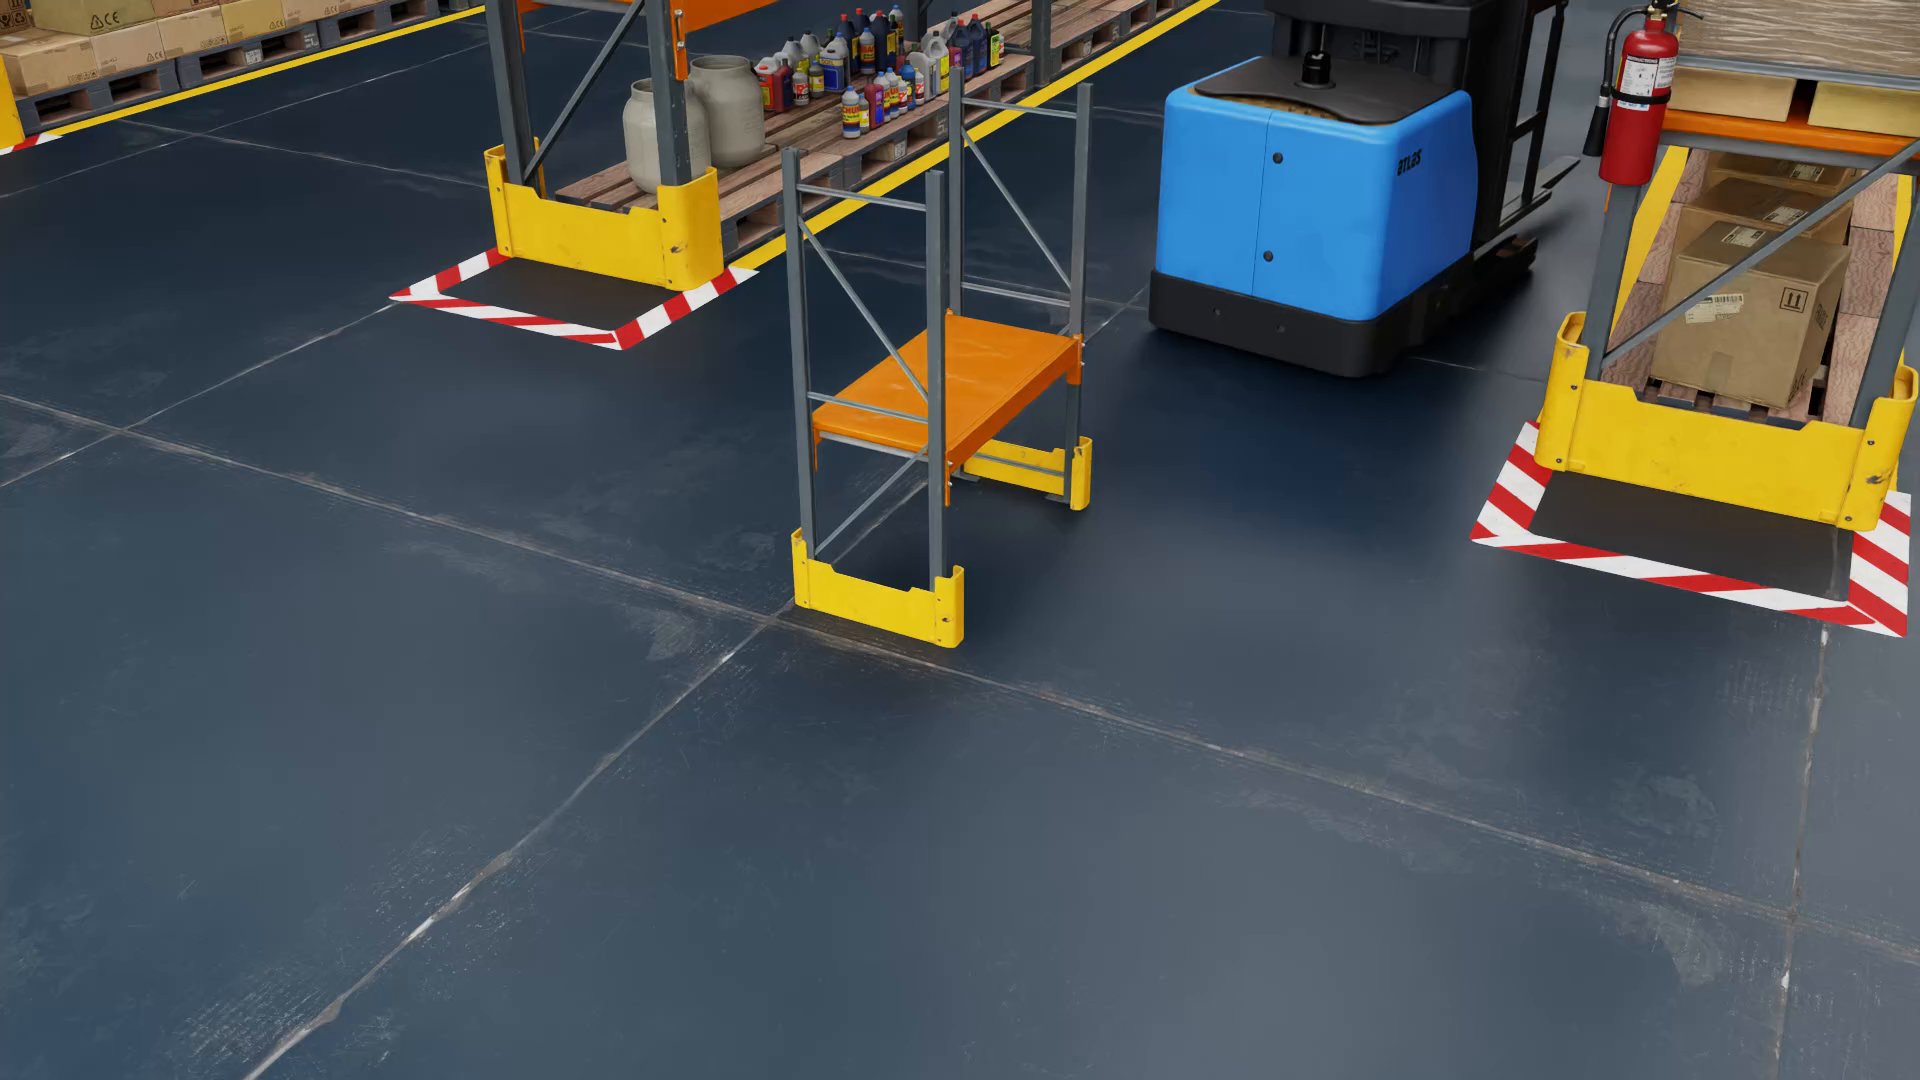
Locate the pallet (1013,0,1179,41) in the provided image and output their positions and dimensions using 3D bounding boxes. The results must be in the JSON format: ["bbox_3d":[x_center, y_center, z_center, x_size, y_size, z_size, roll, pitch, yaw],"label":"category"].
[{"bbox_3d":[0.997,-4.081,12.645,1.003,0.211,1.213,14,33,23],"label":"pallet"}]

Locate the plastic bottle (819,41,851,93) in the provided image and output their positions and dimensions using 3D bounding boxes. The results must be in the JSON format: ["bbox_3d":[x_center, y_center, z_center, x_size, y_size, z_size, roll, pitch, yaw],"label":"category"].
[{"bbox_3d":[-0.754,-2.842,9.980,0.152,0.276,0.135,14,33,23],"label":"plastic bottle"}]

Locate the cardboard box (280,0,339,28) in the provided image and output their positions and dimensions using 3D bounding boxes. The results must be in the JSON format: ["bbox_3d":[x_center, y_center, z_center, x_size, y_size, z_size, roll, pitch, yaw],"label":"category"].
[{"bbox_3d":[-4.757,-3.806,11.705,0.500,0.250,0.500,14,33,23],"label":"cardboard box"}]

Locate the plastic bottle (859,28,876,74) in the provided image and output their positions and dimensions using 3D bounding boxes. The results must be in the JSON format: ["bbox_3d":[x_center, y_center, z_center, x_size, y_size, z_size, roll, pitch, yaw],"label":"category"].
[{"bbox_3d":[-0.577,-3.043,10.334,0.097,0.271,0.097,0,30,0],"label":"plastic bottle"}]

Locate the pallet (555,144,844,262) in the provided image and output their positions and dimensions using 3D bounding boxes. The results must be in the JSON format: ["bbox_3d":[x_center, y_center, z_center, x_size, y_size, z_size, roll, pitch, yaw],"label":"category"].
[{"bbox_3d":[-1.335,-1.811,8.692,1.003,0.211,1.213,14,33,23],"label":"pallet"}]

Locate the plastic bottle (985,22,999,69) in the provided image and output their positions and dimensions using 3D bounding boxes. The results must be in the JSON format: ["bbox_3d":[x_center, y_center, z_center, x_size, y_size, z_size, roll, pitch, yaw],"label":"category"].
[{"bbox_3d":[0.194,-3.115,10.449,0.061,0.283,0.133,16,34,26],"label":"plastic bottle"}]

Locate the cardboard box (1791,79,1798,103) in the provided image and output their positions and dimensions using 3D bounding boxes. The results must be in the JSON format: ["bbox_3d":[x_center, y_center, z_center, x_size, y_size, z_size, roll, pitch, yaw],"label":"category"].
[{"bbox_3d":[2.767,-1.669,5.896,0.380,0.149,0.250,14,33,23],"label":"cardboard box"}]

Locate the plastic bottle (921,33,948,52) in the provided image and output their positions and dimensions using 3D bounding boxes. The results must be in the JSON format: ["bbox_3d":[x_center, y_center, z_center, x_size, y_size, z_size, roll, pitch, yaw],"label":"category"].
[{"bbox_3d":[-0.148,-2.987,10.232,0.152,0.276,0.135,14,33,23],"label":"plastic bottle"}]

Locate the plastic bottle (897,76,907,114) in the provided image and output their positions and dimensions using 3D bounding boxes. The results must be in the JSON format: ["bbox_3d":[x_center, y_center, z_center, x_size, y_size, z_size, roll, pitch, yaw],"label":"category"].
[{"bbox_3d":[-0.353,-2.568,9.578,0.097,0.201,0.097,0,30,0],"label":"plastic bottle"}]

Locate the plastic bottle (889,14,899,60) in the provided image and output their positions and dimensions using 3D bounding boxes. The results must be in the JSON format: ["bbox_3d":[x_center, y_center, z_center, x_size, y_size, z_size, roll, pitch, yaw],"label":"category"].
[{"bbox_3d":[-0.444,-3.188,10.575,0.061,0.283,0.133,14,33,23],"label":"plastic bottle"}]

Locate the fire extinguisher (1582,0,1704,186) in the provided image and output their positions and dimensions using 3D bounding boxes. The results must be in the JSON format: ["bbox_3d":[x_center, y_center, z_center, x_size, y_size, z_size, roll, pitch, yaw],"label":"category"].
[{"bbox_3d":[2.244,-1.514,5.452,0.296,0.674,0.183,14,33,23],"label":"fire extinguisher"}]

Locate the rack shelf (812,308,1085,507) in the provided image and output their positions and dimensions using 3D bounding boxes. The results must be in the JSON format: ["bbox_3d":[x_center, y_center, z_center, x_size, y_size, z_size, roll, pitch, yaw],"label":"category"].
[{"bbox_3d":[-0.039,-0.457,5.400,0.538,0.185,1.000,14,33,23],"label":"rack shelf"}]

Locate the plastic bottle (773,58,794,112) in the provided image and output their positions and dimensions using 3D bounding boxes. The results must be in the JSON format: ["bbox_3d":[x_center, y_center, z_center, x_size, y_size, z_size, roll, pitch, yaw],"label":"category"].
[{"bbox_3d":[-1.022,-2.625,9.595,0.061,0.283,0.133,14,33,23],"label":"plastic bottle"}]

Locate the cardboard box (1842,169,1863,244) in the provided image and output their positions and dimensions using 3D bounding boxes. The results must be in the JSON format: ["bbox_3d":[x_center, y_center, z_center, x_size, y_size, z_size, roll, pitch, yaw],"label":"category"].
[{"bbox_3d":[3.843,-1.648,7.696,0.500,0.500,0.500,11,32,19],"label":"cardboard box"}]

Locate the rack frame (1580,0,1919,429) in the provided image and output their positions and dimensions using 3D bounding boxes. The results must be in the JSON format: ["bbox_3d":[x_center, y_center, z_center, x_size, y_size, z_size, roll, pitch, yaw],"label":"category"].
[{"bbox_3d":[2.706,-1.494,5.339,1.000,3.000,0.127,14,33,23],"label":"rack frame"}]

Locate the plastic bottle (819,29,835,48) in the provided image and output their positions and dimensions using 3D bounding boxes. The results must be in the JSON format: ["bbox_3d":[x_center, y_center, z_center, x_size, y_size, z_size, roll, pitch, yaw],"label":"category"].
[{"bbox_3d":[-0.816,-2.992,10.234,0.061,0.283,0.133,16,33,25],"label":"plastic bottle"}]

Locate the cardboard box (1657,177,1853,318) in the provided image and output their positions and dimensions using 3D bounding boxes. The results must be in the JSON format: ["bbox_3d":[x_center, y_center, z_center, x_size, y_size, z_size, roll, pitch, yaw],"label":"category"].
[{"bbox_3d":[3.247,-1.138,6.807,0.500,0.500,0.500,24,38,36],"label":"cardboard box"}]

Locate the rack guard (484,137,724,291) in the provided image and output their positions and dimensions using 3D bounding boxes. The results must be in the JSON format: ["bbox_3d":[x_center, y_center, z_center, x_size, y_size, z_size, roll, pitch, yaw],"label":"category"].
[{"bbox_3d":[-1.710,-1.578,7.995,1.175,0.500,0.348,14,33,23],"label":"rack guard"}]

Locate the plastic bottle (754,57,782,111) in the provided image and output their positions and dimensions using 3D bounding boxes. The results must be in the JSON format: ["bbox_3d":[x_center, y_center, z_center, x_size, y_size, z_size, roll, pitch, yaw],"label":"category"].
[{"bbox_3d":[-1.117,-2.646,9.639,0.152,0.276,0.135,15,33,24],"label":"plastic bottle"}]

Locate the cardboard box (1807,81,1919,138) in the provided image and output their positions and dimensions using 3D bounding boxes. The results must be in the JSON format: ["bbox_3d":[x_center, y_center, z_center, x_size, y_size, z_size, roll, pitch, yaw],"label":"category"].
[{"bbox_3d":[3.048,-1.457,5.527,0.380,0.149,0.250,14,33,23],"label":"cardboard box"}]

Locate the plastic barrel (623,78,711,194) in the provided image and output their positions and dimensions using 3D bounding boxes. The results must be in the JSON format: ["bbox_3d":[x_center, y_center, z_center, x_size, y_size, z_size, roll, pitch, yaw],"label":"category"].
[{"bbox_3d":[-1.471,-2.030,8.349,0.421,0.512,0.421,0,30,0],"label":"plastic barrel"}]

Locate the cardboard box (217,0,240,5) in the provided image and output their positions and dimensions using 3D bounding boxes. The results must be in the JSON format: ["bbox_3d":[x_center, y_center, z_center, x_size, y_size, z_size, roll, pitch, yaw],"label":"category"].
[{"bbox_3d":[-4.983,-3.909,11.132,0.500,0.500,0.500,14,33,23],"label":"cardboard box"}]

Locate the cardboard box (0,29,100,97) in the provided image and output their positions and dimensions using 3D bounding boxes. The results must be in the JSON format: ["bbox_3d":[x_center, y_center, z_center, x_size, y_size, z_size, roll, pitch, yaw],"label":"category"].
[{"bbox_3d":[-5.669,-2.920,10.161,0.500,0.250,0.500,14,33,23],"label":"cardboard box"}]

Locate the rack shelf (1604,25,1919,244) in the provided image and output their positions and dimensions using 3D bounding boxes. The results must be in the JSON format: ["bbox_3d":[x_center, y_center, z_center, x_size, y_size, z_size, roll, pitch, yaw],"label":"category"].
[{"bbox_3d":[3.617,-2.068,7.062,1.077,0.370,4.000,14,33,23],"label":"rack shelf"}]

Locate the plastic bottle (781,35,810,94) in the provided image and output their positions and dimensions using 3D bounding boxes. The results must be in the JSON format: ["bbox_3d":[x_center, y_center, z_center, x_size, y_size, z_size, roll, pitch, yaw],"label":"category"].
[{"bbox_3d":[-0.982,-2.814,9.857,0.144,0.351,0.185,16,33,25],"label":"plastic bottle"}]

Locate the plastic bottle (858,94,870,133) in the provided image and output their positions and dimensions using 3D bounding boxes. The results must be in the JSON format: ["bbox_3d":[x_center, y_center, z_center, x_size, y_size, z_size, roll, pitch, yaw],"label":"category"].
[{"bbox_3d":[-0.553,-2.373,9.239,0.097,0.201,0.097,0,30,0],"label":"plastic bottle"}]

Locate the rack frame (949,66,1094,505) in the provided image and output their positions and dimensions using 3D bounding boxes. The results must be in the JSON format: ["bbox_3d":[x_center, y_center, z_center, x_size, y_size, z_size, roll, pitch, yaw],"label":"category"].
[{"bbox_3d":[0.193,-0.838,5.703,0.500,1.500,0.032,14,33,23],"label":"rack frame"}]

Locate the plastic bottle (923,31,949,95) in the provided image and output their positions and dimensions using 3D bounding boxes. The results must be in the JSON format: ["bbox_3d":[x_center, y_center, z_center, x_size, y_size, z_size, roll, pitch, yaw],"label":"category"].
[{"bbox_3d":[-0.152,-2.853,9.925,0.144,0.351,0.185,14,33,23],"label":"plastic bottle"}]

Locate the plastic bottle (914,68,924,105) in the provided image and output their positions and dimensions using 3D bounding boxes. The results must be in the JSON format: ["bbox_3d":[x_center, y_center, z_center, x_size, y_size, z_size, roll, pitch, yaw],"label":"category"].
[{"bbox_3d":[-0.259,-2.659,9.736,0.097,0.201,0.097,0,30,0],"label":"plastic bottle"}]

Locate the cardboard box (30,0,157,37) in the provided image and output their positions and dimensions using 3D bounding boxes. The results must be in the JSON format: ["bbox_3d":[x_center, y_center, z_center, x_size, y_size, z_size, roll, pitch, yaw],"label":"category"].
[{"bbox_3d":[-5.442,-3.467,10.361,0.500,0.500,0.500,14,33,23],"label":"cardboard box"}]

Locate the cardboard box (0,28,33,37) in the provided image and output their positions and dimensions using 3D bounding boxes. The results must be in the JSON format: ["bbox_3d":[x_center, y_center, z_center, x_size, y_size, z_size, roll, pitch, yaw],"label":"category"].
[{"bbox_3d":[-6.130,-3.037,10.366,0.500,0.250,0.500,14,33,23],"label":"cardboard box"}]

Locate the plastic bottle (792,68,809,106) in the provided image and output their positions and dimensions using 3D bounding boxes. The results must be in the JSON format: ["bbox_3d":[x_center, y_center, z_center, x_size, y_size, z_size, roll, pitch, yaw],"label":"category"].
[{"bbox_3d":[-0.935,-2.655,9.730,0.097,0.201,0.097,0,30,0],"label":"plastic bottle"}]

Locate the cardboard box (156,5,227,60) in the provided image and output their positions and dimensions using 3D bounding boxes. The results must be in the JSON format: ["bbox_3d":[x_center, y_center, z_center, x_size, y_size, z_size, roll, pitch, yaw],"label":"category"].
[{"bbox_3d":[-5.216,-3.364,10.935,0.500,0.250,0.500,14,33,23],"label":"cardboard box"}]

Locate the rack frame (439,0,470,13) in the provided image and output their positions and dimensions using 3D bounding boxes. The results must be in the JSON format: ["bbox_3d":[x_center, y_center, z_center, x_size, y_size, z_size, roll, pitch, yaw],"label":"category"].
[{"bbox_3d":[-4.289,-5.516,12.343,1.000,3.000,0.127,14,33,23],"label":"rack frame"}]

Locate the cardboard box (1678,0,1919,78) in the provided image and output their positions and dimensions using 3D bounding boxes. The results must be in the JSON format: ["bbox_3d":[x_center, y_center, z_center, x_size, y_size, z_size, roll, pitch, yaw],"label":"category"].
[{"bbox_3d":[2.981,-1.904,5.654,0.875,0.500,0.500,14,33,23],"label":"cardboard box"}]

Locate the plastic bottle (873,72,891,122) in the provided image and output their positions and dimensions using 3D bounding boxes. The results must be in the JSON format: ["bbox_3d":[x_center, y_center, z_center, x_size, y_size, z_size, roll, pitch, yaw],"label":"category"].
[{"bbox_3d":[-0.444,-2.510,9.406,0.097,0.271,0.097,0,30,0],"label":"plastic bottle"}]

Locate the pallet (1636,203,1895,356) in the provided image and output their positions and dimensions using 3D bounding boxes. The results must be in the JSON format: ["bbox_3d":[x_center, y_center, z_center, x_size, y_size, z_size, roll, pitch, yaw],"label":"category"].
[{"bbox_3d":[3.699,-1.209,7.643,1.003,0.211,1.213,14,33,23],"label":"pallet"}]

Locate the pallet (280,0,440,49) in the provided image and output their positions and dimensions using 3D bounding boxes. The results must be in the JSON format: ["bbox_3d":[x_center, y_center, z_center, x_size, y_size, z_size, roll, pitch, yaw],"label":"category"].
[{"bbox_3d":[-4.688,-3.964,12.440,1.003,0.211,1.213,14,33,23],"label":"pallet"}]

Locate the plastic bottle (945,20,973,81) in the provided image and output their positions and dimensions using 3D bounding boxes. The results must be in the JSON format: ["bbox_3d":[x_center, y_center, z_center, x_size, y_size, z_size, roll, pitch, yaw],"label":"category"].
[{"bbox_3d":[-0.005,-2.997,10.174,0.144,0.351,0.185,13,32,21],"label":"plastic bottle"}]

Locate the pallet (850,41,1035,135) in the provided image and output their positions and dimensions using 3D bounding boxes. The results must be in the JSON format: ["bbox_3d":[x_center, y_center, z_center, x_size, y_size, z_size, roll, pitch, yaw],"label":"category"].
[{"bbox_3d":[-0.224,-2.893,10.576,1.003,0.211,1.213,14,33,23],"label":"pallet"}]

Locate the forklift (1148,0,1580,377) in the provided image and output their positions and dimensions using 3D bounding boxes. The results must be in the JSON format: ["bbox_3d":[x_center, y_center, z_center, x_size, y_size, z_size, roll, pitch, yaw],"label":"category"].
[{"bbox_3d":[2.114,-2.606,7.345,1.130,2.935,3.031,21,36,31],"label":"forklift"}]

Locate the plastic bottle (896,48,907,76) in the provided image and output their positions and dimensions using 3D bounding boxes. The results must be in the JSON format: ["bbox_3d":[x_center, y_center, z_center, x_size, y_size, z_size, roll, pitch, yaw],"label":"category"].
[{"bbox_3d":[-0.325,-2.777,9.860,0.061,0.283,0.133,14,33,23],"label":"plastic bottle"}]

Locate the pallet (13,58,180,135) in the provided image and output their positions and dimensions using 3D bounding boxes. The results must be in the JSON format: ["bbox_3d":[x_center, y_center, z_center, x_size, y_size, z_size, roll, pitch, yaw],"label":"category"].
[{"bbox_3d":[-5.800,-2.882,10.556,1.003,0.211,1.213,14,33,23],"label":"pallet"}]

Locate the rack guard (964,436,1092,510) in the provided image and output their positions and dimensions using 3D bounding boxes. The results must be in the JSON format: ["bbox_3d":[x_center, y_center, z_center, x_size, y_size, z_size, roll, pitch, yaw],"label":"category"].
[{"bbox_3d":[0.192,-0.295,6.013,0.587,0.250,0.087,14,33,23],"label":"rack guard"}]

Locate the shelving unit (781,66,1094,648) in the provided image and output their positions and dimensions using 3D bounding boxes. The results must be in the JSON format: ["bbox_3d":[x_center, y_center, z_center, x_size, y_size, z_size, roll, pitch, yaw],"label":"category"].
[{"bbox_3d":[-0.035,-0.617,5.318,0.587,1.500,1.083,14,33,23],"label":"shelving unit"}]

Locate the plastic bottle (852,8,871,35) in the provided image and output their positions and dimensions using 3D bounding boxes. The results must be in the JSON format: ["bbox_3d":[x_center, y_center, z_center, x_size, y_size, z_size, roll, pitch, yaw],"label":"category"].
[{"bbox_3d":[-0.618,-3.169,10.474,0.144,0.351,0.185,15,33,25],"label":"plastic bottle"}]

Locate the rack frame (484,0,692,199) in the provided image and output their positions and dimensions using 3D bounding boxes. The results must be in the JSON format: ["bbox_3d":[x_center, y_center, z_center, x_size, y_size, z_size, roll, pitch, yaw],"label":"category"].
[{"bbox_3d":[-1.703,-2.617,7.296,1.000,3.000,0.127,14,33,23],"label":"rack frame"}]
